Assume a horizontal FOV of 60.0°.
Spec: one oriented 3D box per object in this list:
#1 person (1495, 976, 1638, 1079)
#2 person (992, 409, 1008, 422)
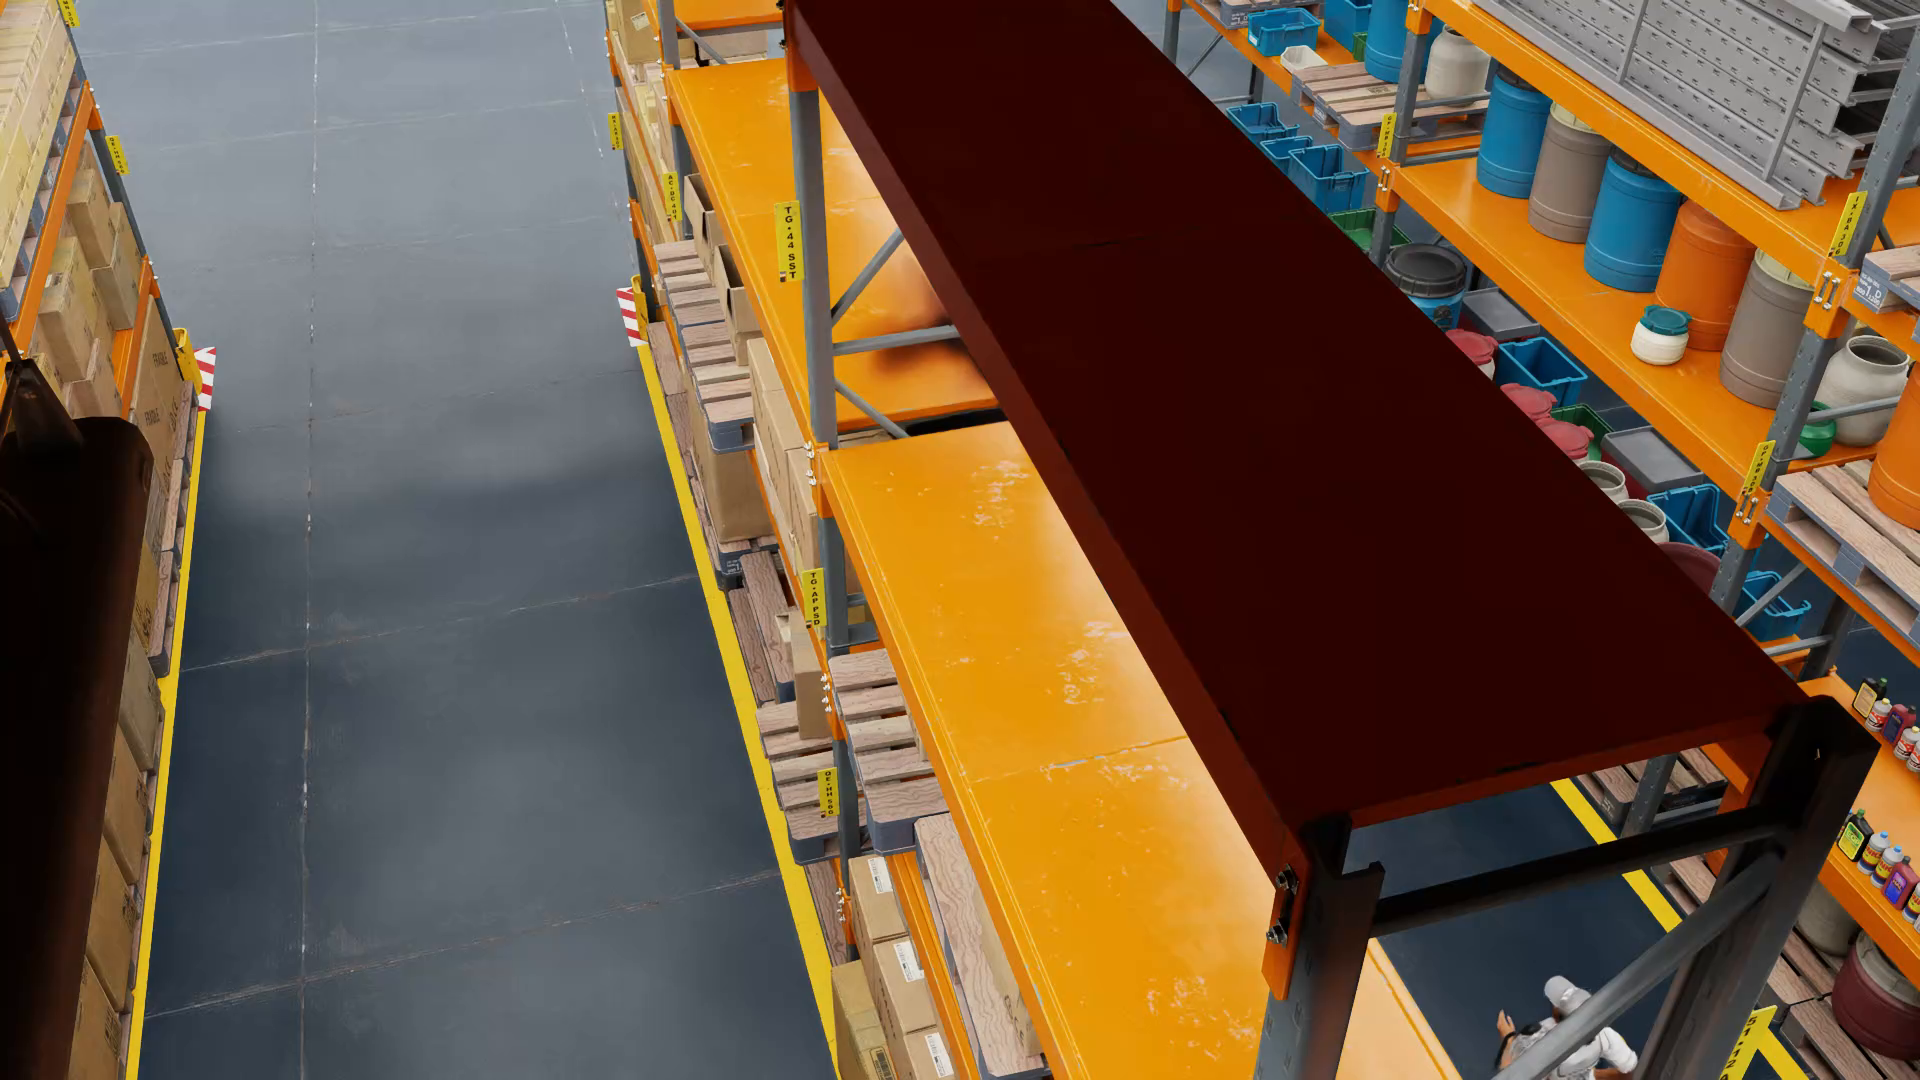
[{"bbox_3d":[2.824,2.700,8.094,0.577,1.679,0.672,-20,42,-23],"label":"person"},{"bbox_3d":[0.139,-0.514,12.134,0.661,1.708,0.792,-14,41,-17],"label":"person"}]
